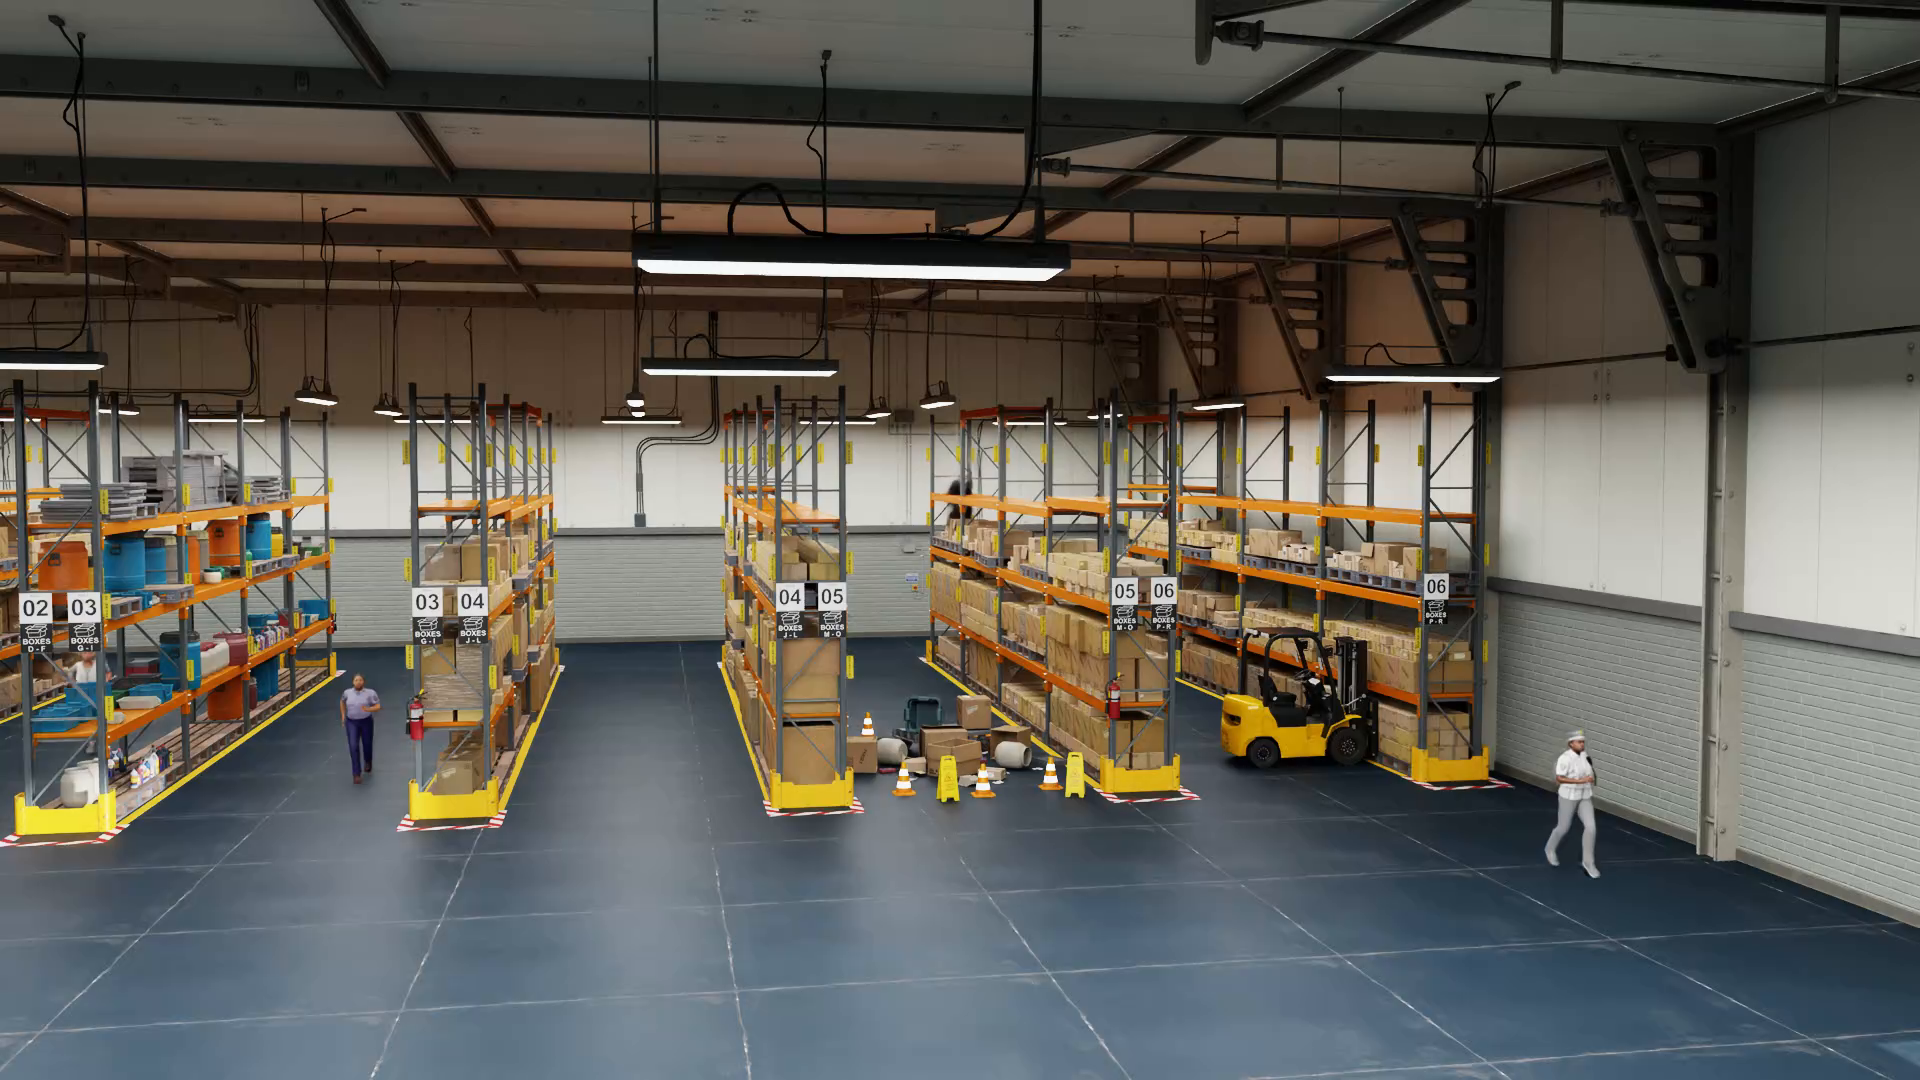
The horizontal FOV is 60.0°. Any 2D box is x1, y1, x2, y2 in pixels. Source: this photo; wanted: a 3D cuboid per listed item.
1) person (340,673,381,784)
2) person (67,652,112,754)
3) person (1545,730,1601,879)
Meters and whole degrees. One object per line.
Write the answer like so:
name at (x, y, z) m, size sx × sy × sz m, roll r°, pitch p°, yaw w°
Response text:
person at (-9.232, 2.870, 25.608) m, size 0.605 × 1.617 × 0.936 m, roll -1°, pitch 3°, yaw -16°
person at (-14.755, 2.672, 28.171) m, size 0.655 × 1.793 × 0.985 m, roll -1°, pitch 3°, yaw -20°
person at (7.370, 3.135, 19.981) m, size 0.603 × 1.741 × 0.780 m, roll -1°, pitch 3°, yaw -20°
